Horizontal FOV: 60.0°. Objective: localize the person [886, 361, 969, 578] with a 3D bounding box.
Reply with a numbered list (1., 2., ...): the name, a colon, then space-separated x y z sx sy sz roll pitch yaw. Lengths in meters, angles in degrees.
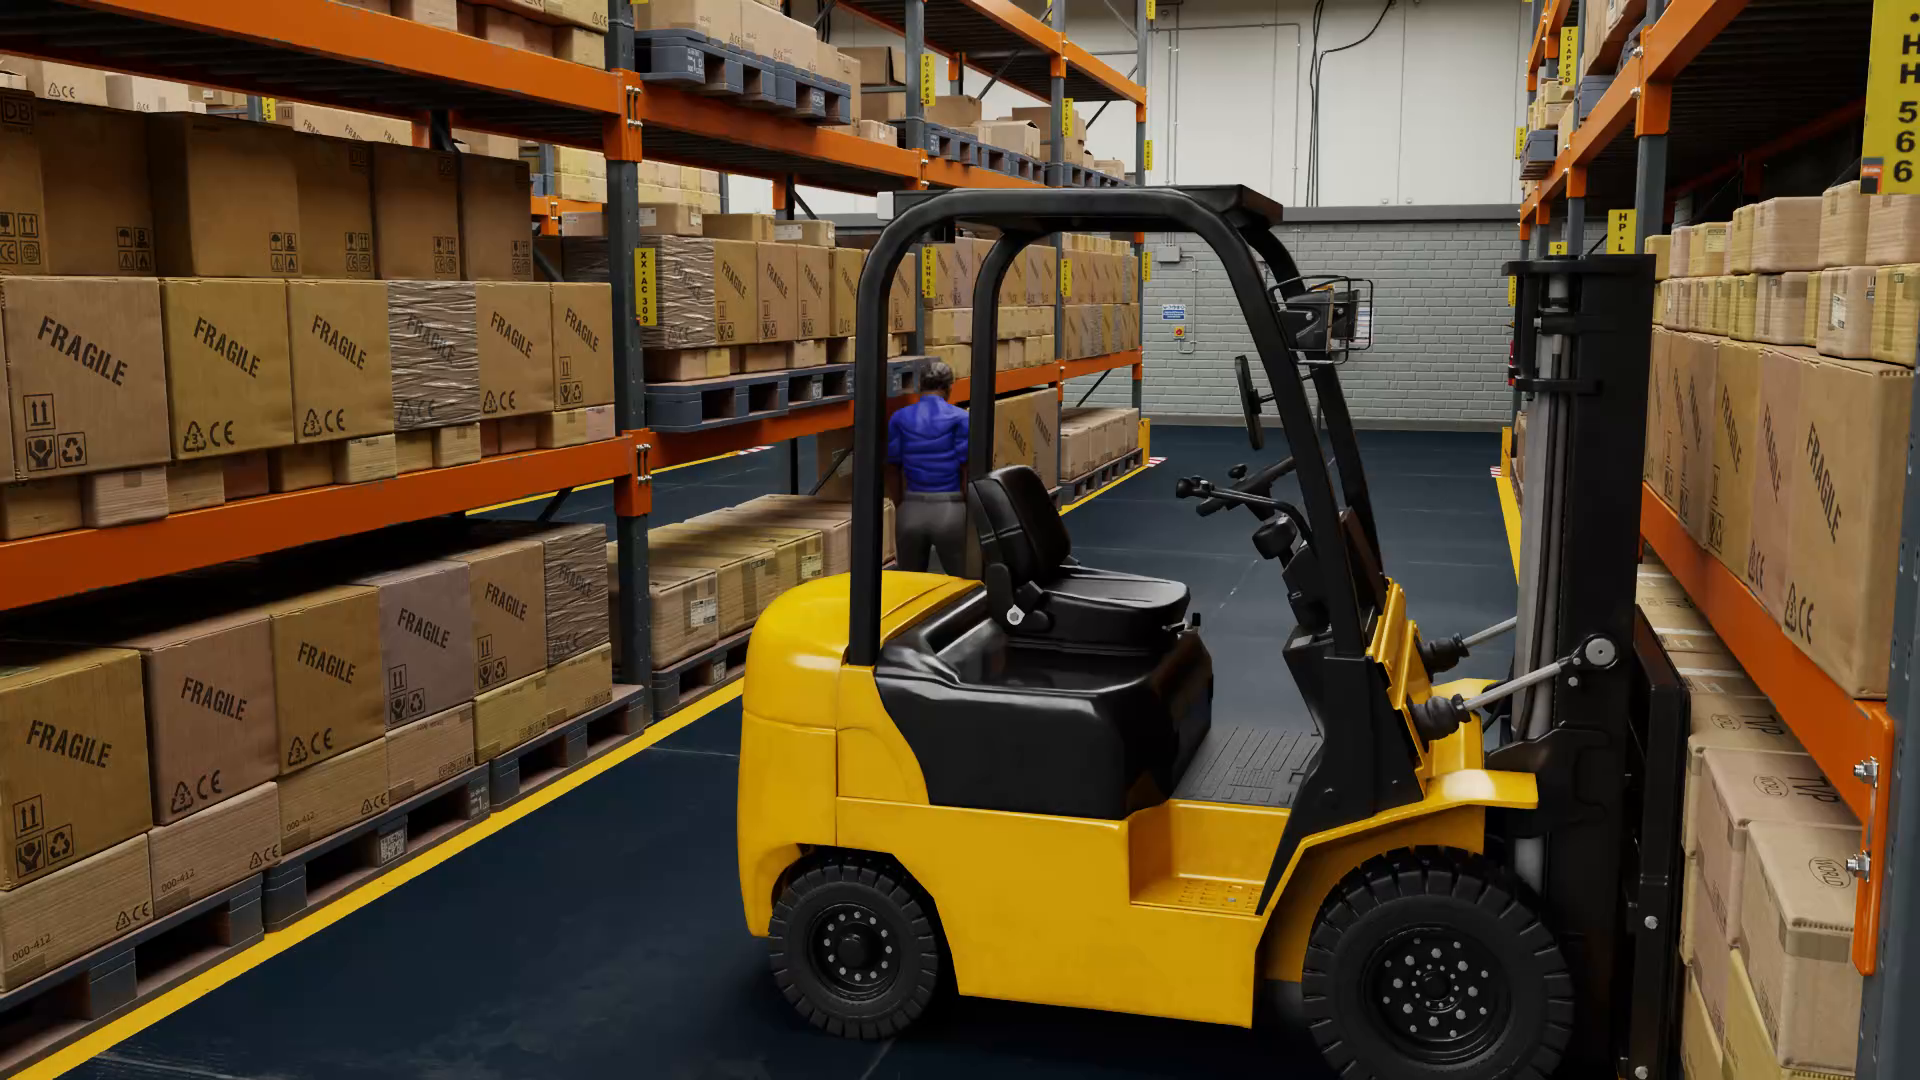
1. person: -0.143 -0.072 8.128 0.465 1.588 0.411 3 9 18
